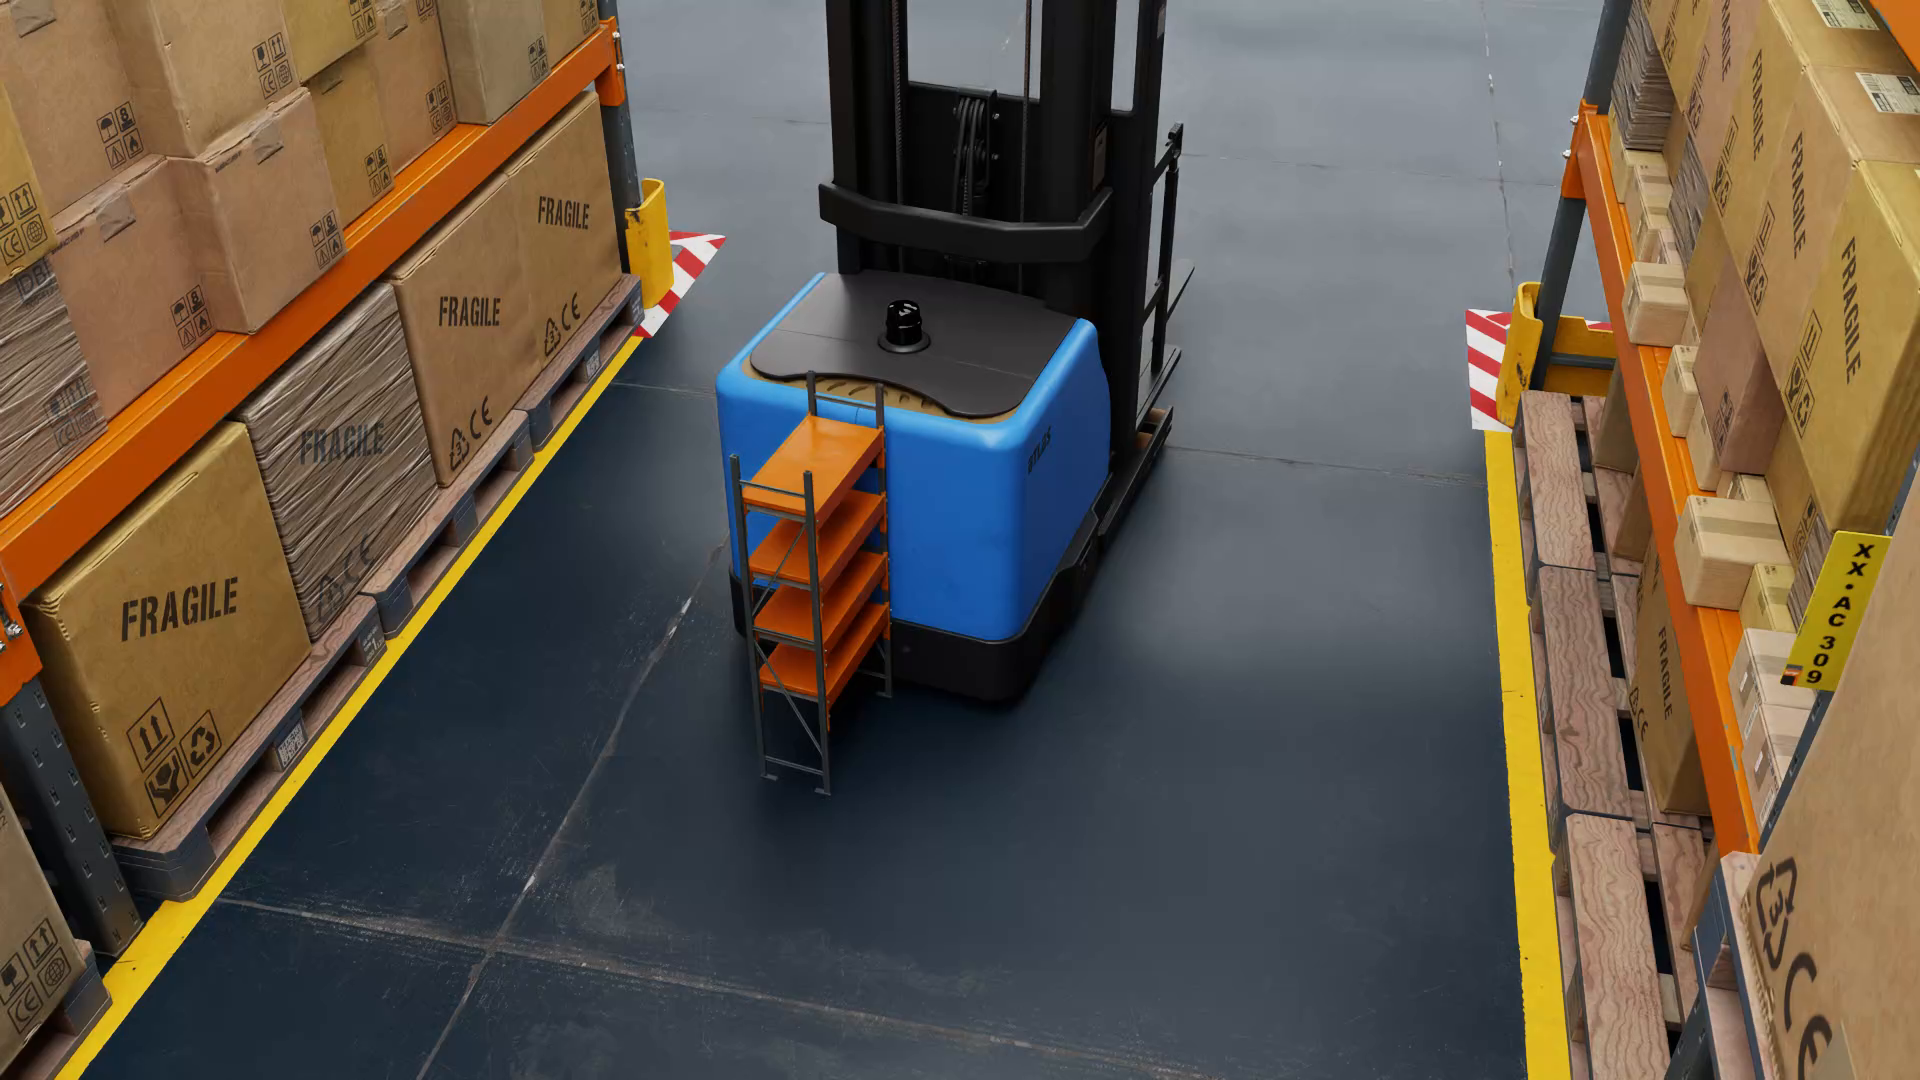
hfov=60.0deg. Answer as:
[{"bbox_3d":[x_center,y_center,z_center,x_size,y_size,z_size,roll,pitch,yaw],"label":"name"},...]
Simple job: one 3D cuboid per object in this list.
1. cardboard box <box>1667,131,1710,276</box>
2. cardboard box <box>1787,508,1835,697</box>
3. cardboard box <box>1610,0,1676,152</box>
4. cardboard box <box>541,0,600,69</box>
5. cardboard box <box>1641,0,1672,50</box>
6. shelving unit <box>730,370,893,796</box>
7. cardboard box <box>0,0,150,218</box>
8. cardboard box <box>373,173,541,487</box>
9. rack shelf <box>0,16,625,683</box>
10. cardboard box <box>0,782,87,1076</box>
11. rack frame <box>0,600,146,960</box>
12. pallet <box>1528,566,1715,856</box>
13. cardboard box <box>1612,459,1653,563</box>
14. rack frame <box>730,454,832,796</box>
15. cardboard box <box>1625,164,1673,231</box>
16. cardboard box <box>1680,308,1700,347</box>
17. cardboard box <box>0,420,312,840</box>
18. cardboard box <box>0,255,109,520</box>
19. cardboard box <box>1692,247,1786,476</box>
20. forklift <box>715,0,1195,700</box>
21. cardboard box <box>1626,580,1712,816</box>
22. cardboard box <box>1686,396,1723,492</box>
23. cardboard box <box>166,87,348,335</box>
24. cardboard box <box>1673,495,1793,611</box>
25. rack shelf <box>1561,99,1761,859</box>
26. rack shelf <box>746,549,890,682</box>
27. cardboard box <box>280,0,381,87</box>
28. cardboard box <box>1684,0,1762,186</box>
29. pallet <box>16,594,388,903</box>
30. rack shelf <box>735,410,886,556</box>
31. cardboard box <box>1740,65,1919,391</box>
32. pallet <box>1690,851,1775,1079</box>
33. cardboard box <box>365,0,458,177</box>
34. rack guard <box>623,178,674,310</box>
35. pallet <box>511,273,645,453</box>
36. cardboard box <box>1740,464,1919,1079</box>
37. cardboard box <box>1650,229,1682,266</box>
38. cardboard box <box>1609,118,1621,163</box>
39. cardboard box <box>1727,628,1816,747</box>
[{"bbox_3d":[2.575,-1.022,4.765,0.875,0.500,0.500,7,37,10],"label":"cardboard box"},{"bbox_3d":[2.160,0.127,3.181,0.875,0.500,0.500,7,37,10],"label":"cardboard box"},{"bbox_3d":[2.714,-1.605,5.569,0.875,0.500,0.500,7,37,10],"label":"cardboard box"},{"bbox_3d":[-2.001,-2.277,6.708,0.875,0.550,0.550,7,37,10],"label":"cardboard box"},{"bbox_3d":[2.361,-1.754,4.924,0.500,0.500,0.500,7,37,10],"label":"cardboard box"},{"bbox_3d":[-0.424,0.146,5.026,0.258,1.200,0.503,13,38,17],"label":"shelving unit"},{"bbox_3d":[-2.704,-1.177,4.270,0.875,0.550,0.550,7,37,10],"label":"cardboard box"},{"bbox_3d":[-2.232,-0.843,6.310,0.875,0.875,0.875,7,36,9],"label":"cardboard box"},{"bbox_3d":[-2.393,-0.997,5.683,1.077,0.370,4.000,7,37,10],"label":"rack shelf"},{"bbox_3d":[-2.865,0.966,3.920,1.050,0.750,0.750,7,37,10],"label":"cardboard box"},{"bbox_3d":[-2.820,-0.142,3.890,1.000,3.000,0.127,7,37,10],"label":"rack frame"},{"bbox_3d":[2.371,0.576,5.276,1.003,0.211,1.213,7,37,10],"label":"pallet"},{"bbox_3d":[2.614,-0.210,5.757,0.500,0.500,0.500,17,39,22],"label":"cardboard box"},{"bbox_3d":[-0.511,0.280,4.841,0.240,1.200,0.015,13,38,17],"label":"rack frame"},{"bbox_3d":[2.391,-1.092,5.415,0.380,0.149,0.250,7,37,10],"label":"cardboard box"},{"bbox_3d":[2.226,-0.512,4.615,0.380,0.149,0.250,7,37,10],"label":"cardboard box"},{"bbox_3d":[-2.617,0.197,4.875,0.875,0.875,0.875,8,37,11],"label":"cardboard box"},{"bbox_3d":[-2.753,-0.416,4.140,0.875,0.550,0.550,7,37,10],"label":"cardboard box"},{"bbox_3d":[2.310,-0.455,3.983,0.875,0.500,0.500,7,37,10],"label":"cardboard box"},{"bbox_3d":[0.222,-1.528,5.861,1.130,2.935,3.031,13,38,17],"label":"forklift"},{"bbox_3d":[2.299,0.460,4.831,0.500,0.500,0.500,4,36,6],"label":"cardboard box"},{"bbox_3d":[2.078,-0.231,4.227,0.380,0.149,0.250,7,37,10],"label":"cardboard box"},{"bbox_3d":[-2.427,-1.029,4.985,0.875,0.550,0.550,7,37,10],"label":"cardboard box"},{"bbox_3d":[1.882,0.044,3.847,0.380,0.149,0.250,7,37,10],"label":"cardboard box"},{"bbox_3d":[2.431,-0.318,4.745,1.077,0.370,4.000,7,37,10],"label":"rack shelf"},{"bbox_3d":[-0.424,0.201,5.065,0.258,0.148,0.480,13,38,17],"label":"rack shelf"},{"bbox_3d":[-2.349,-1.774,5.094,0.875,0.550,0.500,7,37,10],"label":"cardboard box"},{"bbox_3d":[2.155,-1.180,4.131,0.500,0.500,0.500,7,37,10],"label":"cardboard box"},{"bbox_3d":[-2.581,0.561,5.296,1.003,0.211,1.213,7,37,10],"label":"pallet"},{"bbox_3d":[-0.424,-0.172,4.795,0.258,0.148,0.480,13,38,17],"label":"rack shelf"},{"bbox_3d":[1.937,-0.607,3.341,0.500,0.500,0.500,7,37,10],"label":"cardboard box"},{"bbox_3d":[1.699,1.035,2.429,1.003,0.211,1.213,7,37,10],"label":"pallet"},{"bbox_3d":[-2.339,-1.654,5.848,0.875,0.550,0.550,7,37,10],"label":"cardboard box"},{"bbox_3d":[-1.961,-1.437,7.806,1.175,0.500,0.348,7,37,10],"label":"rack guard"},{"bbox_3d":[-2.060,-0.838,7.226,1.003,0.211,1.213,7,37,10],"label":"pallet"},{"bbox_3d":[1.697,0.563,2.048,1.000,1.000,1.000,8,37,10],"label":"cardboard box"},{"bbox_3d":[2.304,-0.803,5.016,0.380,0.149,0.250,7,37,10],"label":"cardboard box"},{"bbox_3d":[2.492,-1.379,5.811,0.380,0.149,0.250,7,37,10],"label":"cardboard box"},{"bbox_3d":[1.825,0.337,3.443,0.380,0.149,0.250,7,37,10],"label":"cardboard box"}]
